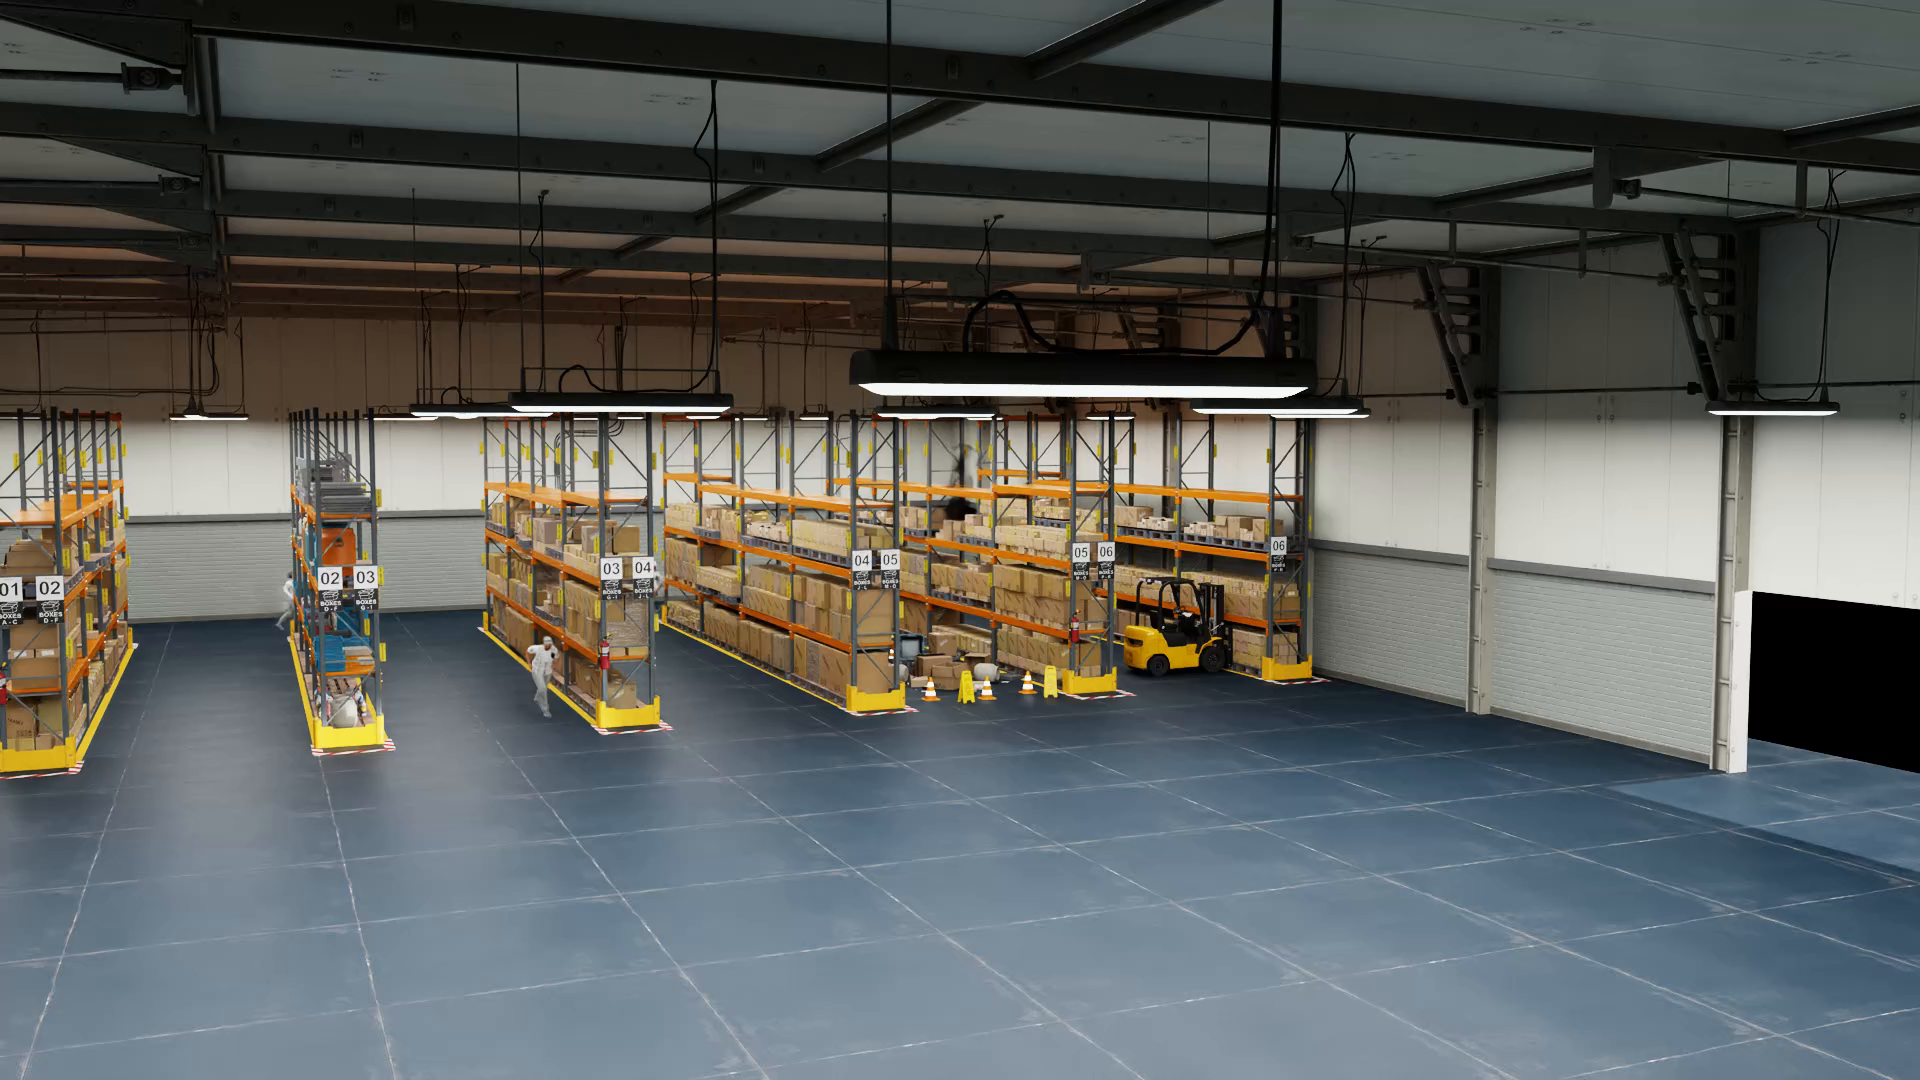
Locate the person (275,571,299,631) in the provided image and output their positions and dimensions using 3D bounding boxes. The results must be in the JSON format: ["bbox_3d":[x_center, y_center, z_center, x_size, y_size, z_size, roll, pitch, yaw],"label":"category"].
[{"bbox_3d":[-18.302,1.665,45.567,0.843,1.722,0.634,-1,4,-13],"label":"person"}]

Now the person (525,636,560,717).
[{"bbox_3d":[-8.250,2.667,32.799,0.648,1.628,1.036,-2,5,-31],"label":"person"}]

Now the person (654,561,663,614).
[{"bbox_3d":[-9.033,1.471,48.523,0.537,1.719,0.713,-4,5,-43],"label":"person"}]

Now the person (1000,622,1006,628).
[{"bbox_3d":[1.290,1.791,43.508,0.653,1.831,0.710,-2,4,-26],"label":"person"}]
